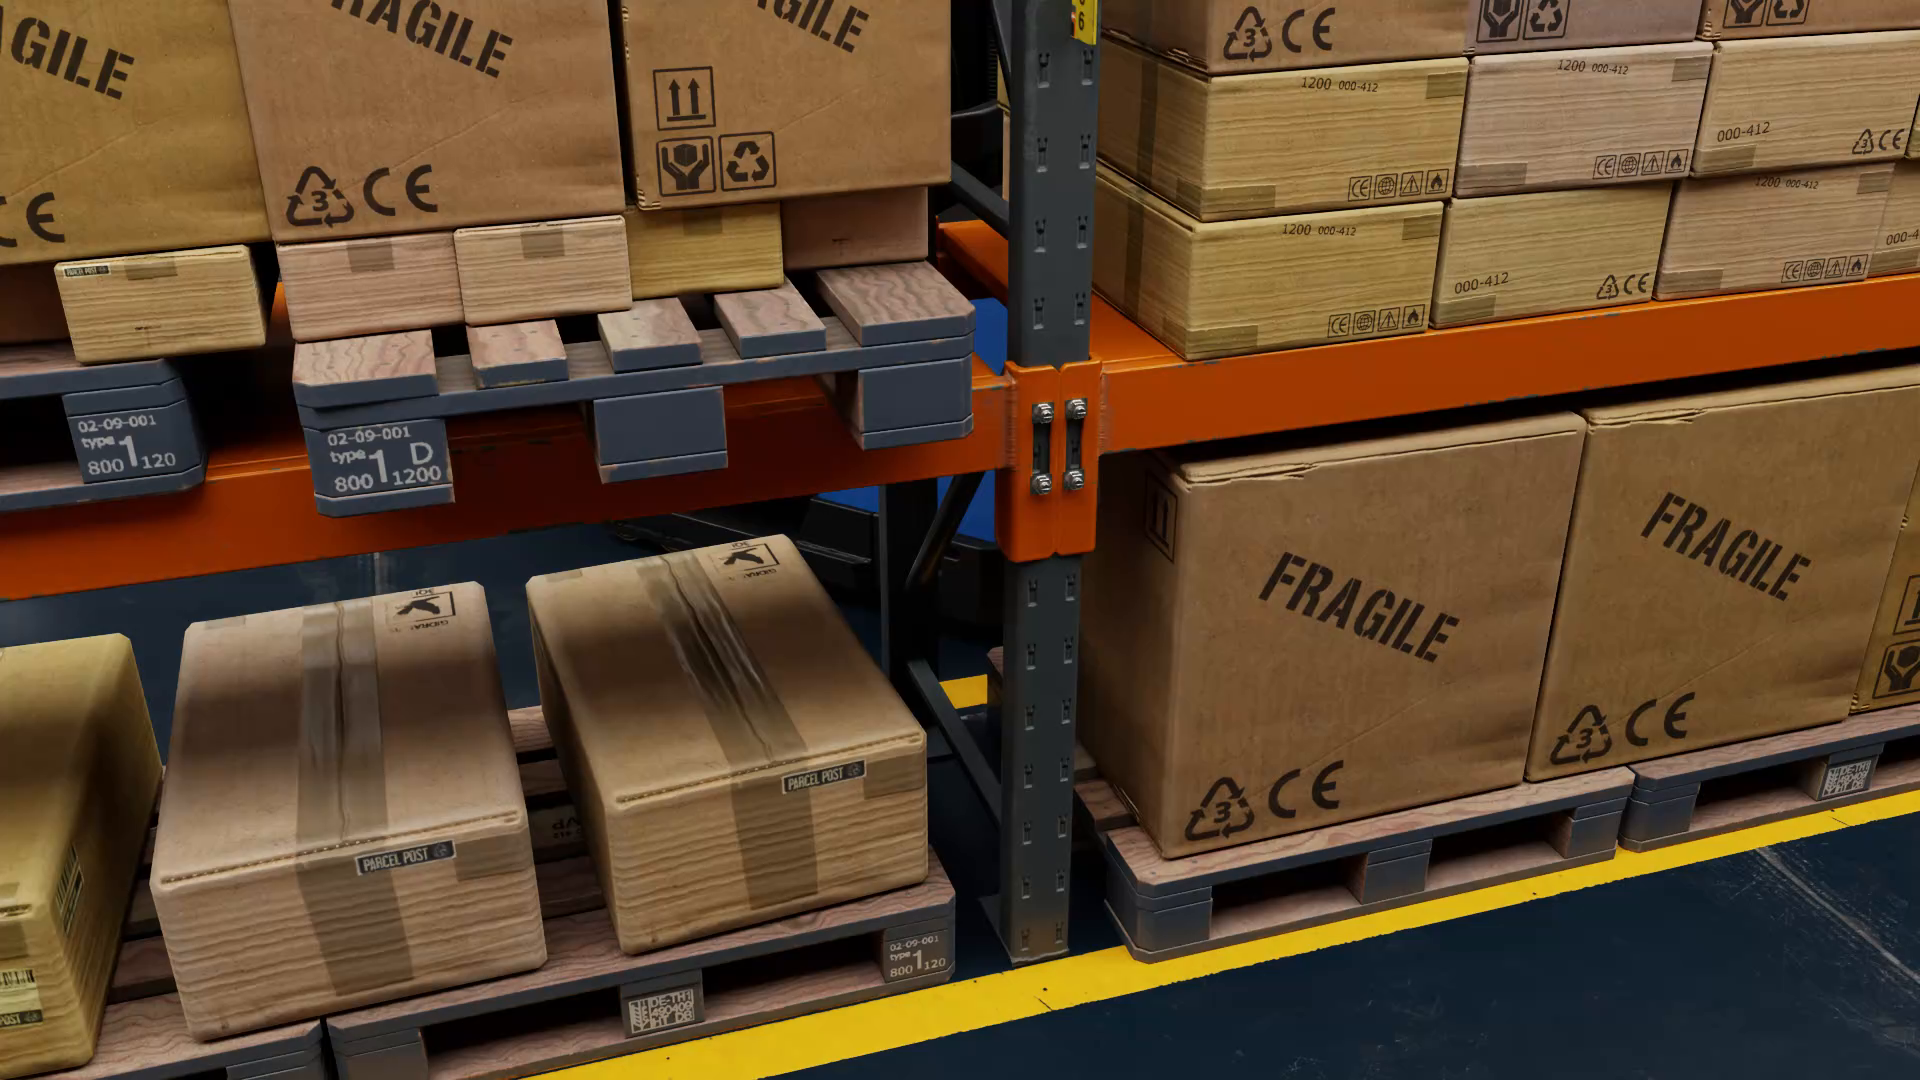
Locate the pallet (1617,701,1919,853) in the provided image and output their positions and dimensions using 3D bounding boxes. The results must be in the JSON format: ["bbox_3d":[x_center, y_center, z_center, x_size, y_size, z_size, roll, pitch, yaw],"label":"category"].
[{"bbox_3d":[1.946,0.333,4.342,1.213,0.211,1.003,-8,28,-16],"label":"pallet"}]

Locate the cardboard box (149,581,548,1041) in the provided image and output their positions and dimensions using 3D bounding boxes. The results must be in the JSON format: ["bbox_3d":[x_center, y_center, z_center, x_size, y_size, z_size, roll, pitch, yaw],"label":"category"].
[{"bbox_3d":[-1.225,0.495,3.363,0.625,0.372,0.950,-9,28,-17],"label":"cardboard box"}]

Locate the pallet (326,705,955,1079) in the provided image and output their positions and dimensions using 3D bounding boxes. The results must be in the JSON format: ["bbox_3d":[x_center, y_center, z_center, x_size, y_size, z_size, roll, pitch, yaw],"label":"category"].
[{"bbox_3d":[-0.729,0.683,3.637,1.213,0.211,1.003,-8,28,-16],"label":"pallet"}]

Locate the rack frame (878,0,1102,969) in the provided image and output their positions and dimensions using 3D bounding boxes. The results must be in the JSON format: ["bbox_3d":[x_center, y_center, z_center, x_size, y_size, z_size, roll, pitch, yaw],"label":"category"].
[{"bbox_3d":[0.015,-0.673,3.232,0.127,3.000,1.000,-8,28,-16],"label":"rack frame"}]

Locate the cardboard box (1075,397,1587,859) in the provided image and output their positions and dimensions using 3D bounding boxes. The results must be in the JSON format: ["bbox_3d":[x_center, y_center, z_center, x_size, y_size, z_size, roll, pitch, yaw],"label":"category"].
[{"bbox_3d":[0.697,0.031,3.732,0.875,0.875,0.875,-8,28,-17],"label":"cardboard box"}]

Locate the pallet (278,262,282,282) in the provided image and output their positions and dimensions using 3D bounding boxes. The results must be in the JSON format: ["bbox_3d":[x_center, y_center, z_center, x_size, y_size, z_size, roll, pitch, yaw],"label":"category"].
[{"bbox_3d":[-3.545,-1.260,7.550,1.213,0.211,1.003,-8,28,-16],"label":"pallet"}]

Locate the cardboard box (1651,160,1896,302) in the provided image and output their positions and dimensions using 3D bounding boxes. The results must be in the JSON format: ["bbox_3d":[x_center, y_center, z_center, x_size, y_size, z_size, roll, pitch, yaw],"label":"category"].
[{"bbox_3d":[1.541,-0.715,3.485,0.500,0.250,0.500,-7,27,-14],"label":"cardboard box"}]

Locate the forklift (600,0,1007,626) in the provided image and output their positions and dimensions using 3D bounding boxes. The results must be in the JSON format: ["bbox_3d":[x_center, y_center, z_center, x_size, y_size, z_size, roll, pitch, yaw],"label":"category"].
[{"bbox_3d":[-0.544,-1.453,4.881,3.031,2.935,1.130,14,30,27],"label":"forklift"}]

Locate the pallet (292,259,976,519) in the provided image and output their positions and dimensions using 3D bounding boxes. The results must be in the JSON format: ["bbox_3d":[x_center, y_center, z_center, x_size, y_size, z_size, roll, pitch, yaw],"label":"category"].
[{"bbox_3d":[-0.630,-0.444,2.986,1.003,0.211,1.213,-8,28,-16],"label":"pallet"}]

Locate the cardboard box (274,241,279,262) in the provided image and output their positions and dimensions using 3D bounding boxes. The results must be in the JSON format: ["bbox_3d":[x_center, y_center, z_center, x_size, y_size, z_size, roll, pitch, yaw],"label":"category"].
[{"bbox_3d":[-3.051,-1.765,7.489,0.750,0.750,1.050,-8,27,-15],"label":"cardboard box"}]

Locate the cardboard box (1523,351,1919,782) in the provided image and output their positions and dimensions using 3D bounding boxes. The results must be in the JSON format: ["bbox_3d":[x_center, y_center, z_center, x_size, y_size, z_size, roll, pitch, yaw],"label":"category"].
[{"bbox_3d":[1.547,-0.090,3.976,0.875,0.875,0.875,-8,27,-15],"label":"cardboard box"}]

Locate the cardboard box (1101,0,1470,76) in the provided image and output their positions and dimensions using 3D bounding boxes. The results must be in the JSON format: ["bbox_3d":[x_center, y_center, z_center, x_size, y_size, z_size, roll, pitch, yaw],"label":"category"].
[{"bbox_3d":[0.559,-1.130,2.916,0.500,0.500,0.500,-9,28,-18],"label":"cardboard box"}]

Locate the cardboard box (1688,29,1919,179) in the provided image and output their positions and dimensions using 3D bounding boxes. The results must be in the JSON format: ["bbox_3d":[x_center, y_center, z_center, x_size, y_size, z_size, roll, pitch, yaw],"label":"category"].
[{"bbox_3d":[1.542,-0.929,3.355,0.500,0.250,0.500,-8,28,-16],"label":"cardboard box"}]

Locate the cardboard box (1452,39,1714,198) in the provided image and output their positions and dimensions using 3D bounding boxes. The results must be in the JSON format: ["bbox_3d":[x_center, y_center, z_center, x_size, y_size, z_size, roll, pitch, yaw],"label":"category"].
[{"bbox_3d":[1.065,-0.866,3.227,0.500,0.250,0.500,-8,27,-15],"label":"cardboard box"}]

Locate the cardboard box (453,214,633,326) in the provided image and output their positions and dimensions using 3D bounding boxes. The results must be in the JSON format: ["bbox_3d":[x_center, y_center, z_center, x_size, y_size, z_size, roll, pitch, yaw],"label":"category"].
[{"bbox_3d":[-0.682,-0.483,2.659,0.250,0.149,0.380,-8,28,-17],"label":"cardboard box"}]

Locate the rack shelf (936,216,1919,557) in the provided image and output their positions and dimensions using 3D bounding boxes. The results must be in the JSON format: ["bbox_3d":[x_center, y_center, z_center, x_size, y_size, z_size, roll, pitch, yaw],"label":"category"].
[{"bbox_3d":[1.916,-0.626,3.947,4.000,0.370,1.077,-8,28,-16],"label":"rack shelf"}]

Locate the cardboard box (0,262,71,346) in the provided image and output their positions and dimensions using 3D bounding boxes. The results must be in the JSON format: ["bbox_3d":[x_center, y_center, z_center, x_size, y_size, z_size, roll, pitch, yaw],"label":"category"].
[{"bbox_3d":[-1.460,-0.426,2.546,0.250,0.149,0.380,-8,28,-16],"label":"cardboard box"}]

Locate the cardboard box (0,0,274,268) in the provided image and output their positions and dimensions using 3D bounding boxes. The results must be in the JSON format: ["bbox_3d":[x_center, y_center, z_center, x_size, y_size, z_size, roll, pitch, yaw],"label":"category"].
[{"bbox_3d":[-1.299,-0.713,2.394,0.500,0.500,0.500,-10,28,-20],"label":"cardboard box"}]

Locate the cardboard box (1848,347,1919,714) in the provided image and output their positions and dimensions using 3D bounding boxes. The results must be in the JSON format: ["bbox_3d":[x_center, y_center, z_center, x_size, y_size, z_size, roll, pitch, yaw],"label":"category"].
[{"bbox_3d":[2.397,-0.213,4.224,0.875,0.875,0.875,-7,27,-15],"label":"cardboard box"}]

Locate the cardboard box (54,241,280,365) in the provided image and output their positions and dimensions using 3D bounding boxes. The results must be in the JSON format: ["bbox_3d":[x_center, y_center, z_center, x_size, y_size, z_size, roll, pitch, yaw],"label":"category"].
[{"bbox_3d":[-1.182,-0.408,2.508,0.250,0.149,0.380,-8,27,-15],"label":"cardboard box"}]

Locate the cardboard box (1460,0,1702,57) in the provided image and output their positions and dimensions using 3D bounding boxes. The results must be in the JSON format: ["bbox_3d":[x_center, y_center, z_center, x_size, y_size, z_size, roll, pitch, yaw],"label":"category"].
[{"bbox_3d":[1.028,-1.202,3.062,0.500,0.500,0.500,-8,28,-16],"label":"cardboard box"}]

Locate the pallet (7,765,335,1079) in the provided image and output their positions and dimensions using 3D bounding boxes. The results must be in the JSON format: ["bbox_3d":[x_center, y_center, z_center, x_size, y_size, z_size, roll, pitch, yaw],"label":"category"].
[{"bbox_3d":[-1.887,0.849,3.302,1.213,0.211,1.003,-8,28,-16],"label":"pallet"}]

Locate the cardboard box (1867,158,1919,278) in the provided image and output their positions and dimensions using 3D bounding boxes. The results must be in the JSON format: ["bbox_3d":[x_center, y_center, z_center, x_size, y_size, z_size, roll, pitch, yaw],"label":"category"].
[{"bbox_3d":[2.009,-0.784,3.625,0.500,0.250,0.500,-8,28,-16],"label":"cardboard box"}]

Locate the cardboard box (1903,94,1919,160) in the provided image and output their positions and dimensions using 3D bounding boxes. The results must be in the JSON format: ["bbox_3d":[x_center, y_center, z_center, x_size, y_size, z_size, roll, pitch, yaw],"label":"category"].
[{"bbox_3d":[2.029,-0.993,3.484,0.500,0.250,0.500,-8,27,-15],"label":"cardboard box"}]

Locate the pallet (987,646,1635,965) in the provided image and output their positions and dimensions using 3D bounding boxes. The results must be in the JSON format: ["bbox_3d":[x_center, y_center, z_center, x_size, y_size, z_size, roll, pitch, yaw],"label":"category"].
[{"bbox_3d":[0.788,0.499,4.007,1.213,0.211,1.003,-8,28,-16],"label":"pallet"}]

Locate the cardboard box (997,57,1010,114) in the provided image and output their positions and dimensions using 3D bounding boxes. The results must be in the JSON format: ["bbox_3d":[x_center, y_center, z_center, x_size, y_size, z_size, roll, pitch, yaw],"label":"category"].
[{"bbox_3d":[0.397,-1.004,3.505,0.500,0.250,0.500,-8,28,-16],"label":"cardboard box"}]

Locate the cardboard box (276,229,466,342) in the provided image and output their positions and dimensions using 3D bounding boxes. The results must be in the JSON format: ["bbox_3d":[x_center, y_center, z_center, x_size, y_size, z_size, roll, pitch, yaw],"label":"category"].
[{"bbox_3d":[-0.924,-0.451,2.596,0.250,0.149,0.380,-10,28,-19],"label":"cardboard box"}]

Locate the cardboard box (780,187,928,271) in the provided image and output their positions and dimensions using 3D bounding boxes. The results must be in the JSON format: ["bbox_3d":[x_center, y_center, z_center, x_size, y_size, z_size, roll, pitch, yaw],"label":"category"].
[{"bbox_3d":[-0.224,-0.604,2.903,0.250,0.149,0.380,-7,27,-14],"label":"cardboard box"}]

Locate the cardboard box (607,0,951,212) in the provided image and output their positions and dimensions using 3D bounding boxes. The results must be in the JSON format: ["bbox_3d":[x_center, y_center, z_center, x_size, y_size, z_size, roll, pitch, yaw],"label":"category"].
[{"bbox_3d":[-0.331,-0.859,2.688,0.500,0.500,0.500,-9,28,-18],"label":"cardboard box"}]

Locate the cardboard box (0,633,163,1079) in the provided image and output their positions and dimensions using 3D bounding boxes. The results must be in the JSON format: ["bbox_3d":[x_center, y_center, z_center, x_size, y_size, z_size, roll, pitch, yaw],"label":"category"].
[{"bbox_3d":[-1.948,0.597,3.158,0.625,0.372,0.950,-7,27,-14],"label":"cardboard box"}]

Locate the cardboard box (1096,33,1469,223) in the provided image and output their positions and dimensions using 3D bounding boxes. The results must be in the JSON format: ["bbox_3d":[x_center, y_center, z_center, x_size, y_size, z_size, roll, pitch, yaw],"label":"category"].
[{"bbox_3d":[0.573,-0.795,3.085,0.500,0.250,0.500,-8,28,-16],"label":"cardboard box"}]

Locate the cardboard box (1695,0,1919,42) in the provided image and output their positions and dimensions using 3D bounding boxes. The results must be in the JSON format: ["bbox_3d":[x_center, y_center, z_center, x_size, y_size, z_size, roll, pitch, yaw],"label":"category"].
[{"bbox_3d":[1.525,-1.267,3.192,0.500,0.500,0.500,-7,27,-15],"label":"cardboard box"}]

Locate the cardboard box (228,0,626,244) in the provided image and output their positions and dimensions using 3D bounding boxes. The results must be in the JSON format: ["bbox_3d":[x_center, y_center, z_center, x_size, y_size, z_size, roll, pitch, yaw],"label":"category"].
[{"bbox_3d":[-0.820,-0.783,2.535,0.500,0.500,0.500,-9,28,-17],"label":"cardboard box"}]

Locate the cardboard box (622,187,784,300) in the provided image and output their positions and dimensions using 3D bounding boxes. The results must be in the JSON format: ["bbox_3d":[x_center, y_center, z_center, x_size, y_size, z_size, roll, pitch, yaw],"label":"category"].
[{"bbox_3d":[-0.457,-0.536,2.767,0.250,0.149,0.380,-8,27,-15],"label":"cardboard box"}]

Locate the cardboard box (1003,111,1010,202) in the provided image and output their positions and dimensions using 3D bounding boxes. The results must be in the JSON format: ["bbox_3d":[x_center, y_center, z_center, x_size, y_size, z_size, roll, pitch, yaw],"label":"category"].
[{"bbox_3d":[0.415,-0.785,3.627,0.500,0.250,0.500,-9,28,-18],"label":"cardboard box"}]

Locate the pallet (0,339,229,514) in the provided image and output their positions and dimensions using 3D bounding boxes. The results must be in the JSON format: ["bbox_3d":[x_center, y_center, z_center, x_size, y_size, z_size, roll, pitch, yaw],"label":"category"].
[{"bbox_3d":[-1.855,-0.297,2.691,1.213,0.211,1.003,-8,28,-16],"label":"pallet"}]

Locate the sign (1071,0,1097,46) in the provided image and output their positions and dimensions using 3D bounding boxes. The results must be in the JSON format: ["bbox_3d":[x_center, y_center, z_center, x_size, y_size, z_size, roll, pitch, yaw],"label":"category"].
[{"bbox_3d":[0.192,-0.928,2.533,0.005,0.325,0.100,-8,28,-16],"label":"sign"}]

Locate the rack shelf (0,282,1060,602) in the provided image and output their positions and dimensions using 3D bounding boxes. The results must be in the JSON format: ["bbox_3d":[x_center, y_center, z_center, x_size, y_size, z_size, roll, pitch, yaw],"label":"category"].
[{"bbox_3d":[-1.887,-0.075,2.837,4.000,0.370,1.077,-8,28,-16],"label":"rack shelf"}]

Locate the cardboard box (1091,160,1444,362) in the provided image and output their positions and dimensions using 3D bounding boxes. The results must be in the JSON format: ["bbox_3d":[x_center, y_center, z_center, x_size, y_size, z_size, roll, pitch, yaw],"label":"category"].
[{"bbox_3d":[0.558,-0.567,3.187,0.500,0.250,0.500,-9,28,-17],"label":"cardboard box"}]

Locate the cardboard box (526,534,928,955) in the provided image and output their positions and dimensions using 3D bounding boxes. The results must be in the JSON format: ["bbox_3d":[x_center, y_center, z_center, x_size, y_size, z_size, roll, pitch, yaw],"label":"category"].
[{"bbox_3d":[-0.526,0.390,3.575,0.625,0.372,0.950,-10,28,-20],"label":"cardboard box"}]

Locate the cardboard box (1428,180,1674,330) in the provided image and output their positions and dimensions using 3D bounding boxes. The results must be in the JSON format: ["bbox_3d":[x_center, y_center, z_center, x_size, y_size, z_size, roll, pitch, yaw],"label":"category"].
[{"bbox_3d":[1.041,-0.645,3.344,0.500,0.250,0.500,-9,28,-18],"label":"cardboard box"}]
